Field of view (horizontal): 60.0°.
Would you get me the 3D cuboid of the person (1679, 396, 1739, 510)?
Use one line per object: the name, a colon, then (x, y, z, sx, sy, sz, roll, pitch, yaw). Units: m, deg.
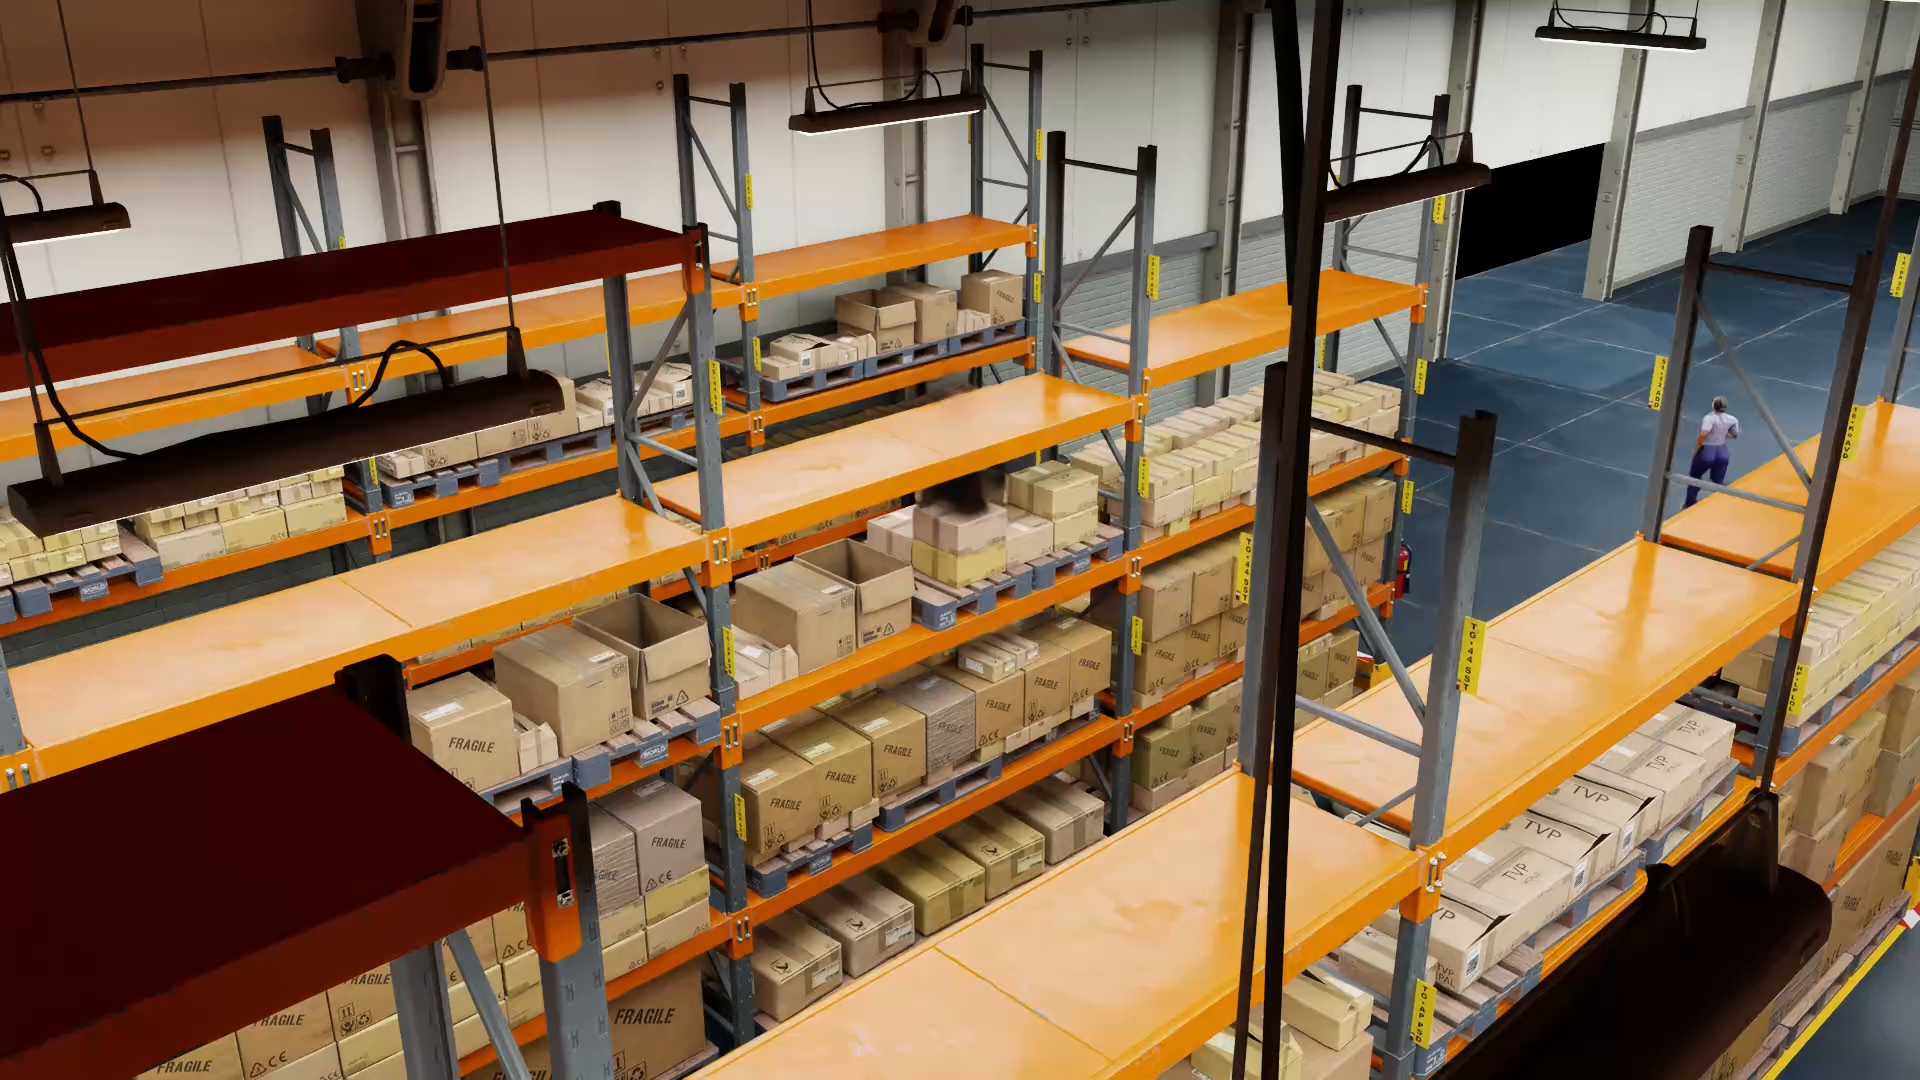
person: (9.560, -1.027, 21.154, 0.632, 1.642, 0.892, -1, 22, -2)
